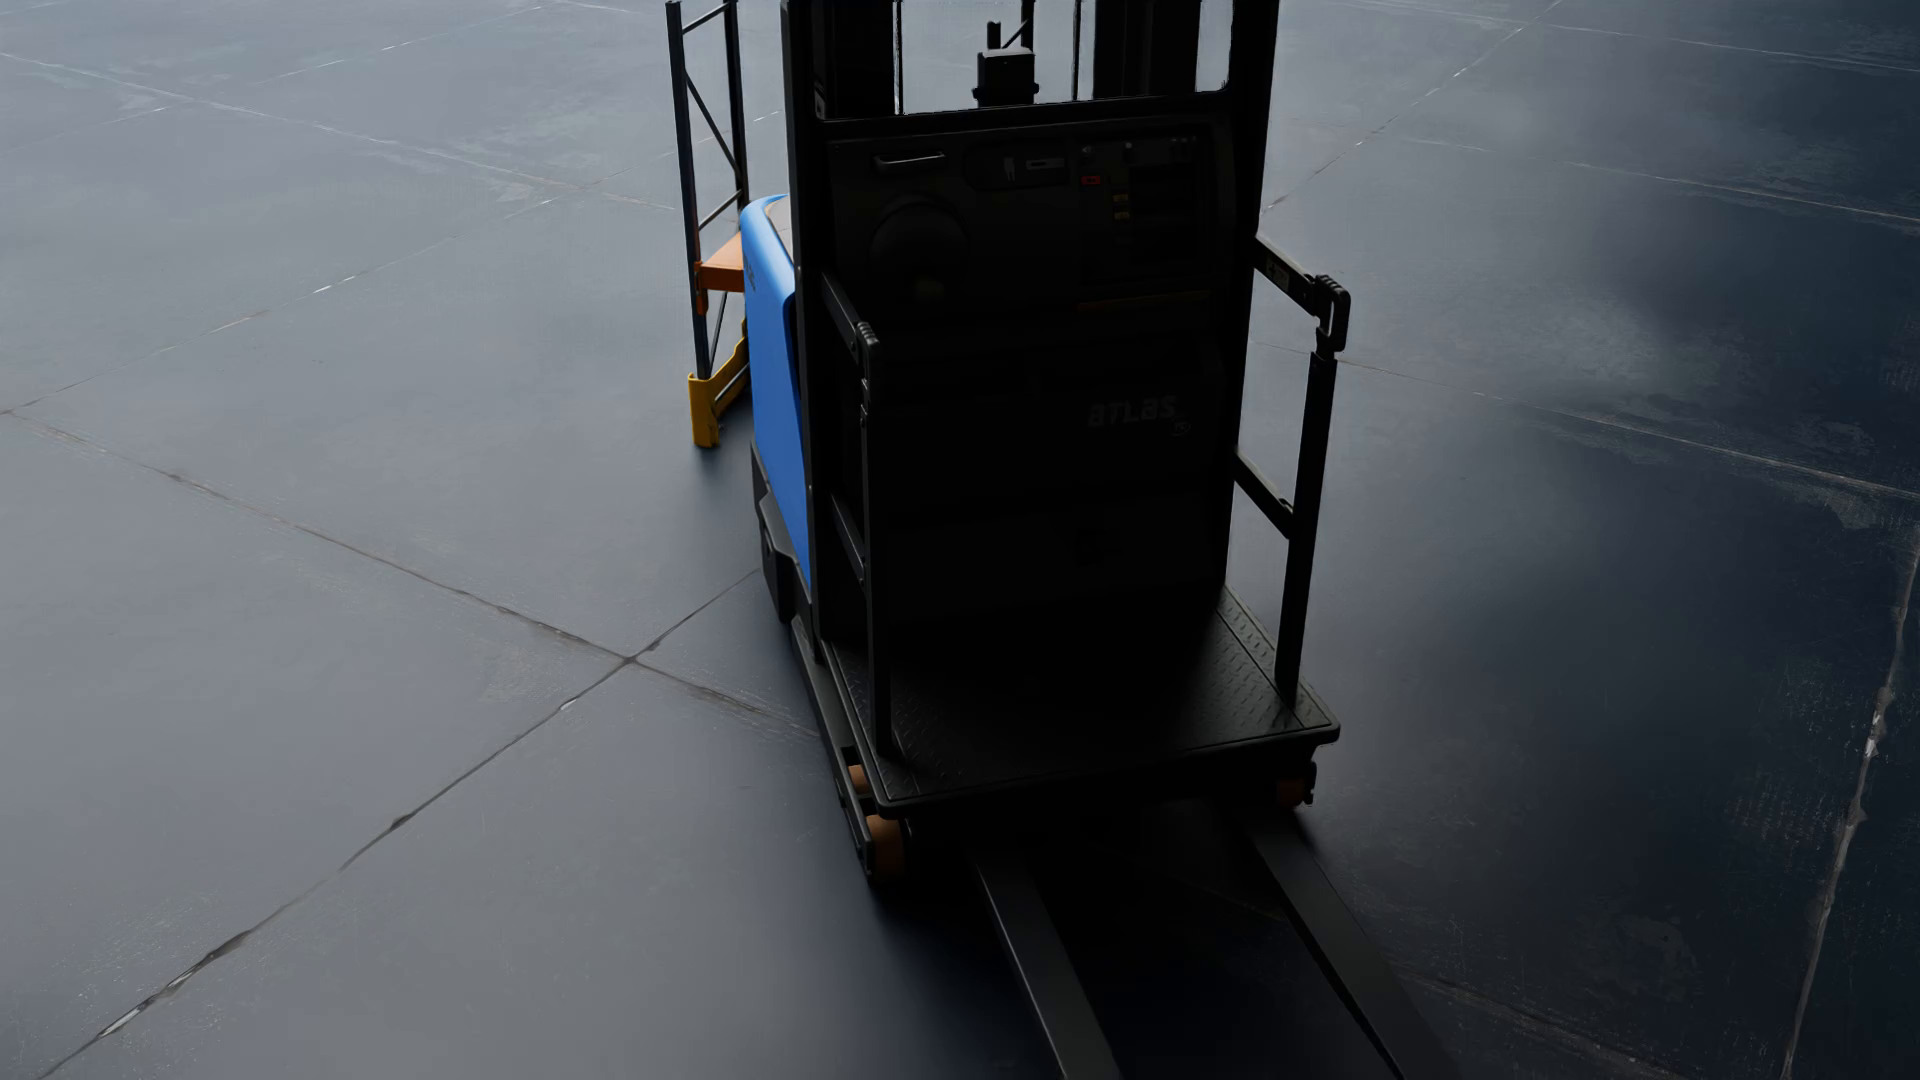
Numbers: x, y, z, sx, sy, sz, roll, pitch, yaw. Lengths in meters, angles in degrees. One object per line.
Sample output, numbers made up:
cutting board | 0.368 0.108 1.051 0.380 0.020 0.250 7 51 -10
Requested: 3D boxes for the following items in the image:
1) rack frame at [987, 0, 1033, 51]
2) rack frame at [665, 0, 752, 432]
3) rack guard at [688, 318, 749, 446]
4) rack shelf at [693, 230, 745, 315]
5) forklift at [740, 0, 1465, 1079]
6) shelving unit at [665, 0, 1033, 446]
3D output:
rack frame | 0.157 -0.990 5.459 0.032 1.500 0.500 8 31 13
rack frame | -0.826 -1.121 5.683 0.032 1.500 0.500 8 31 13
rack guard | -0.825 -0.581 5.998 0.087 0.250 0.587 8 31 13
rack shelf | -0.335 -0.900 5.662 1.000 0.185 0.538 8 31 13
forklift | 0.229 -0.686 3.517 1.130 2.935 3.031 -8 31 -13
shelving unit | -0.344 -1.057 5.573 1.083 1.500 0.587 8 31 13
